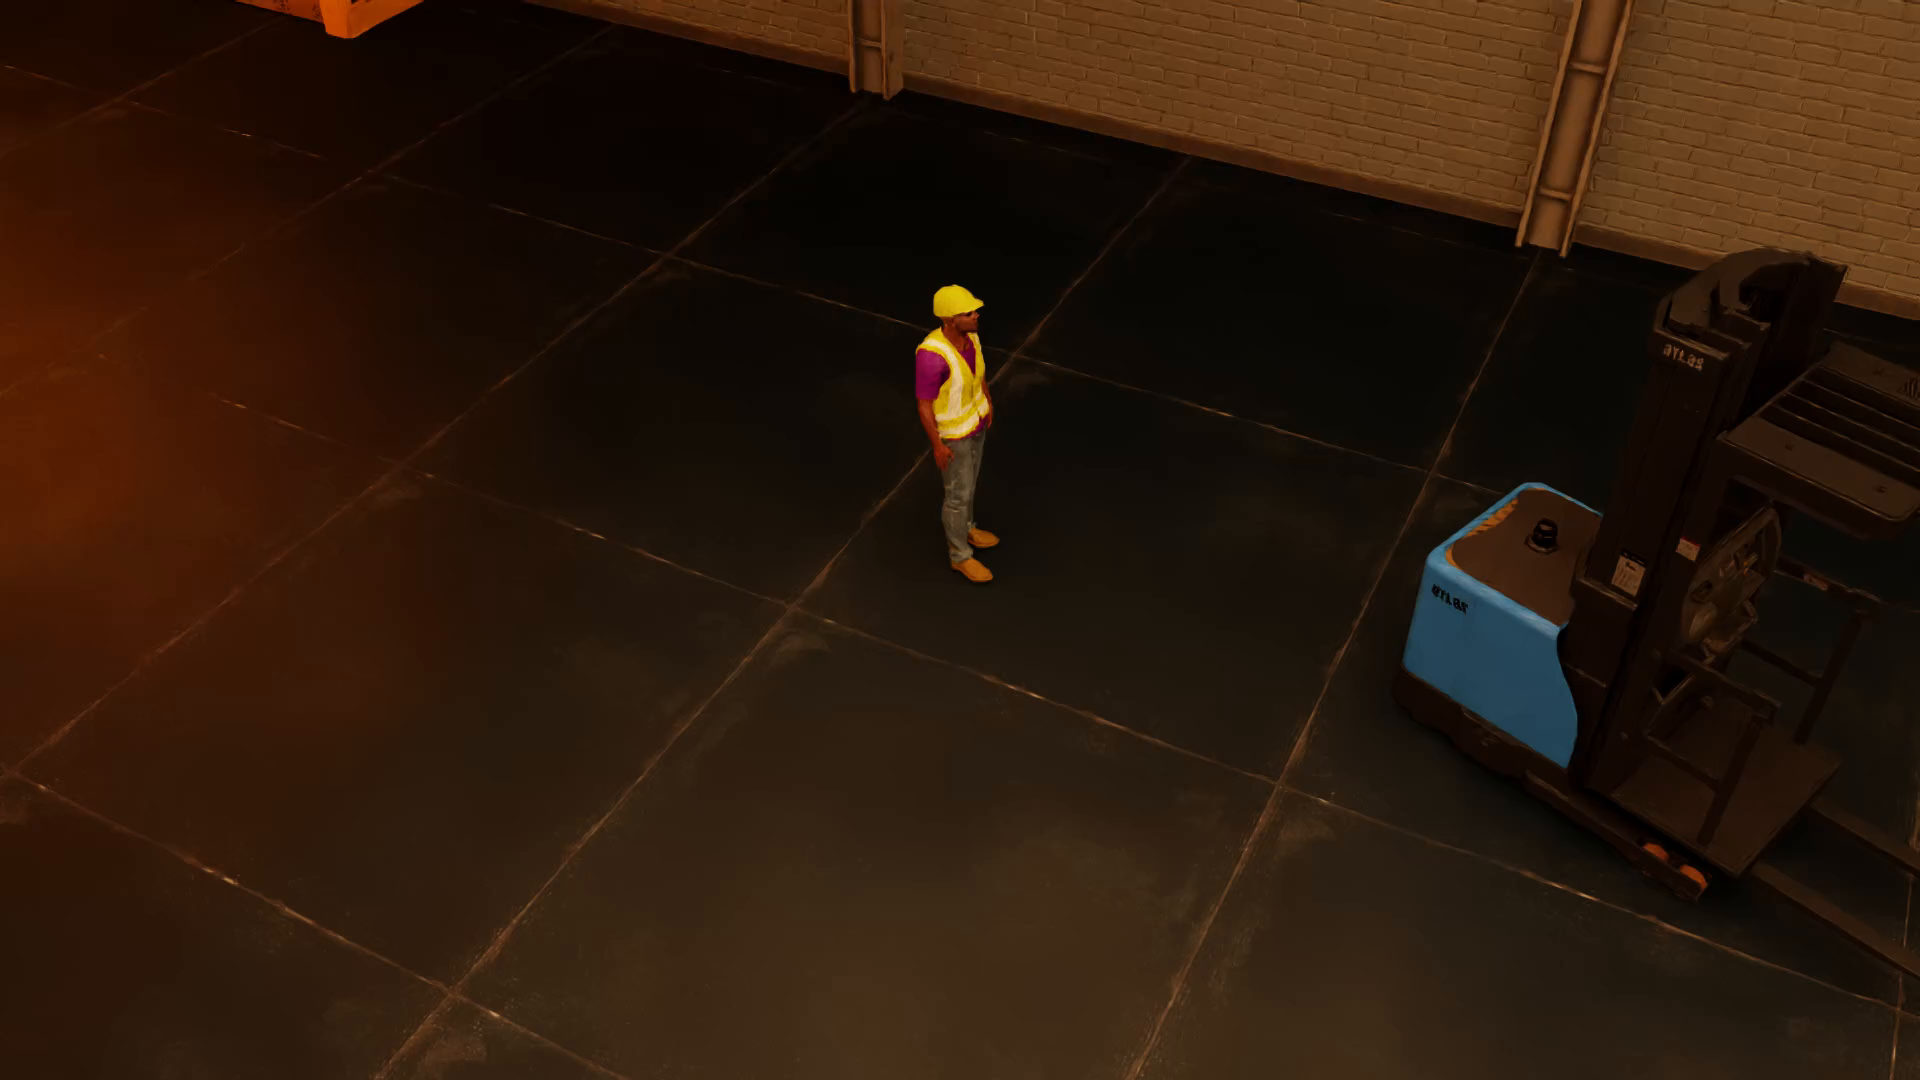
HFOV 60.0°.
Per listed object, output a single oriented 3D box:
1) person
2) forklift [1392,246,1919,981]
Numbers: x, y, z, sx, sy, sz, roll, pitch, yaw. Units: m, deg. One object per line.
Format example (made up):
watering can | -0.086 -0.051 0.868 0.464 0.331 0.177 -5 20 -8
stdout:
person | 0.059 -0.657 9.660 0.576 1.766 0.665 18 43 21
forklift | 3.744 0.267 7.669 1.130 2.935 3.031 -31 49 -31
